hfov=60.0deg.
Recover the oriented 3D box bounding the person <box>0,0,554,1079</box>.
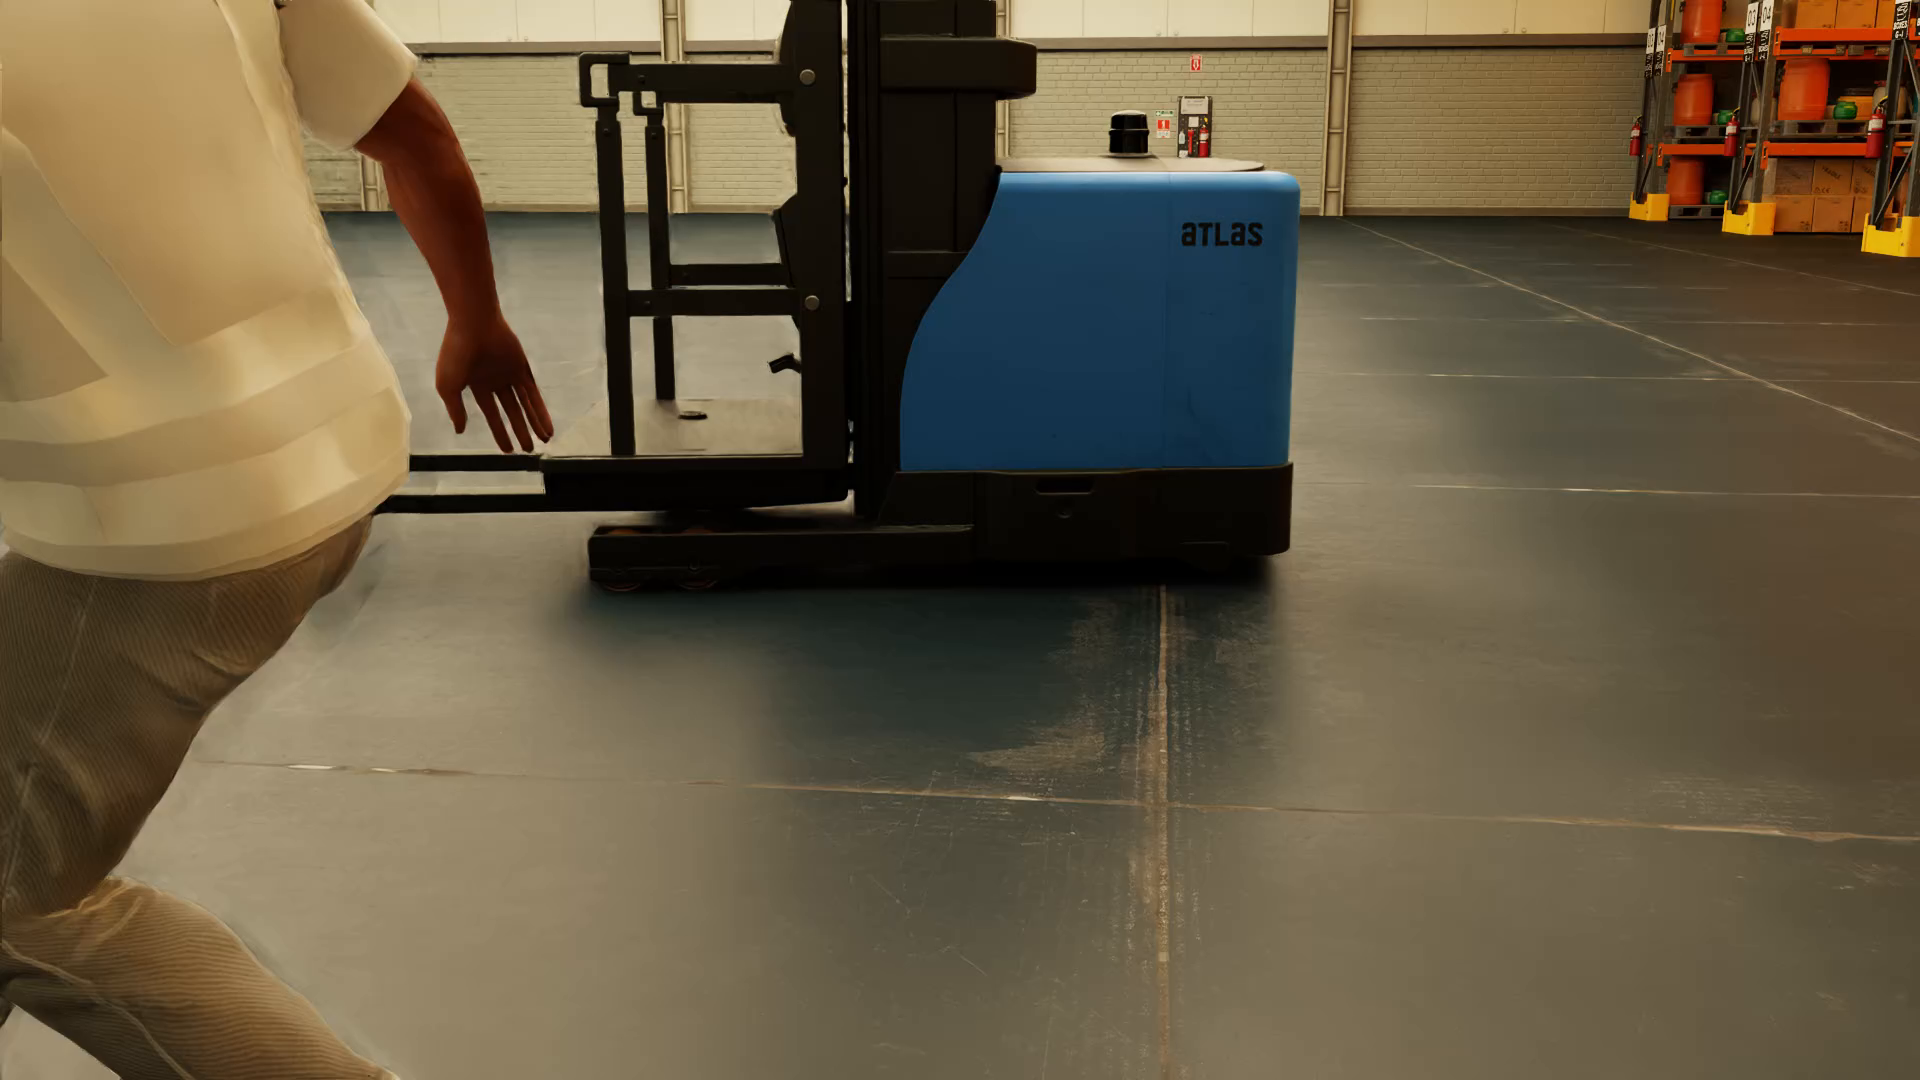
[{"bbox_3d":[-0.954,-0.074,1.747,0.804,1.599,0.816,3,13,11],"label":"person"}]

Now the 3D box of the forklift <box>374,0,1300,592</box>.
[{"bbox_3d":[-0.639,-1.414,4.559,3.031,2.935,1.130,-1,13,-3],"label":"forklift"}]
